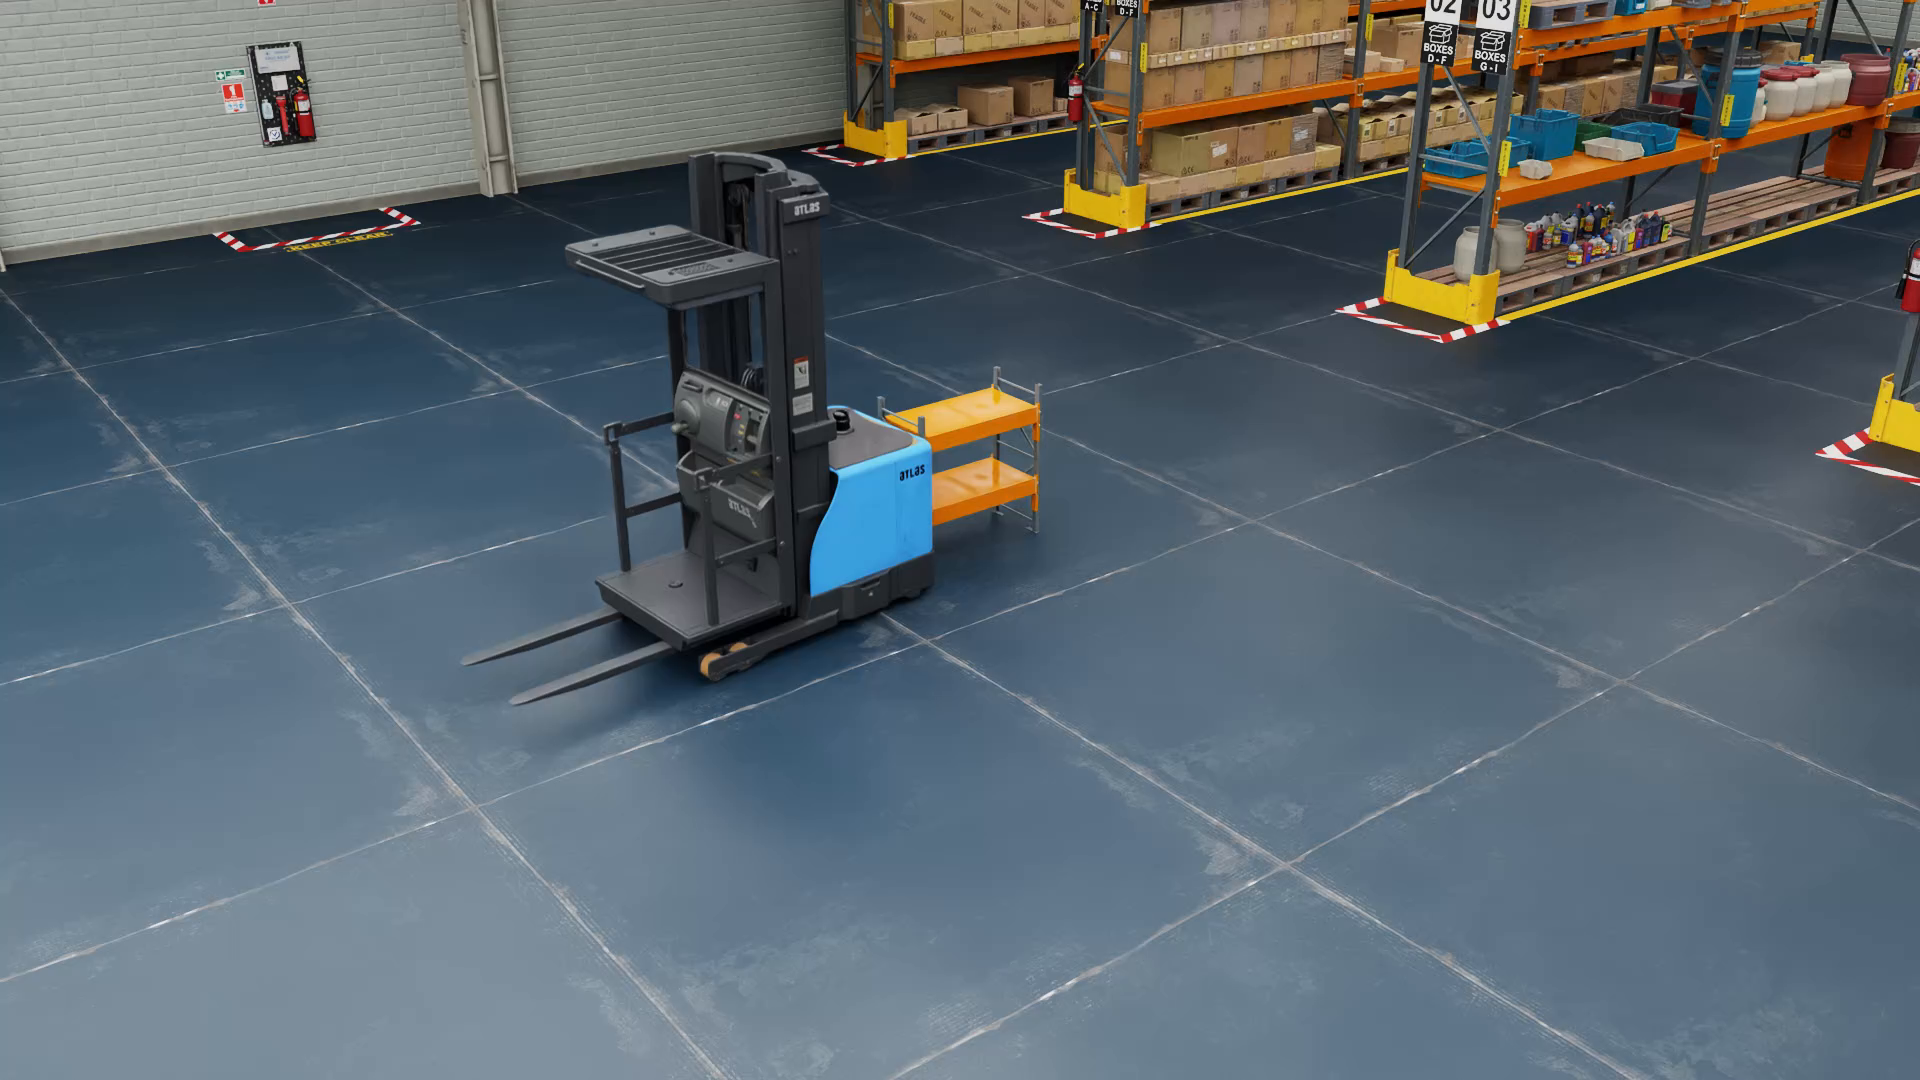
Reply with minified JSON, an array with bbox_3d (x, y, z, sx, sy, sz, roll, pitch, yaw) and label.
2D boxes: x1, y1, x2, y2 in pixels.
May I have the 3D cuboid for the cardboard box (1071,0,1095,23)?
[{"bbox_3d":[1.686,-8.054,24.932,0.500,0.500,0.500,-18,31,-34],"label":"cardboard box"}]

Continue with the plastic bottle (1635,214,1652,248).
[{"bbox_3d":[7.501,-3.402,18.268,0.185,0.351,0.144,-20,32,-37],"label":"plastic bottle"}]

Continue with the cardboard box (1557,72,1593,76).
[{"bbox_3d":[9.483,-7.057,25.966,0.500,0.500,0.500,-20,31,-36],"label":"cardboard box"}]

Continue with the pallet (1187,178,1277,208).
[{"bbox_3d":[3.315,-4.582,21.500,1.213,0.211,1.003,-18,31,-34],"label":"pallet"}]

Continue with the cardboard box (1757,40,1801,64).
[{"bbox_3d":[14.094,-8.318,28.684,0.500,0.500,0.500,-18,31,-34],"label":"cardboard box"}]

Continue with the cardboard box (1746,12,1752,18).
[{"bbox_3d":[12.588,-8.787,27.129,0.500,0.500,0.500,-18,31,-34],"label":"cardboard box"}]

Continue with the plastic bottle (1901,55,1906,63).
[{"bbox_3d":[12.484,-6.387,22.134,0.185,0.351,0.144,-18,31,-34],"label":"plastic bottle"}]

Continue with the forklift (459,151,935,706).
[{"bbox_3d":[-1.603,-0.728,9.964,3.031,2.935,1.130,-21,32,-37],"label":"forklift"}]

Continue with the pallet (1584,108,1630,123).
[{"bbox_3d":[9.645,-6.629,25.910,1.213,0.211,1.003,-18,31,-34],"label":"pallet"}]

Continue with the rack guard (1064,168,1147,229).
[{"bbox_3d":[1.761,-4.179,20.288,0.348,0.500,1.175,-18,31,-34],"label":"rack guard"}]

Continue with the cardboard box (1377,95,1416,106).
[{"bbox_3d":[6.266,-6.152,23.670,0.500,0.311,0.500,-19,31,-35],"label":"cardboard box"}]

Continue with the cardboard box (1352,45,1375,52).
[{"bbox_3d":[5.506,-6.587,22.666,0.258,0.266,0.396,-19,31,-35],"label":"cardboard box"}]

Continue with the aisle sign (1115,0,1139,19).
[{"bbox_3d":[1.917,-6.380,18.973,0.004,0.787,0.394,-18,31,-34],"label":"aisle sign"}]

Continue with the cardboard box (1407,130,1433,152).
[{"bbox_3d":[6.207,-5.592,23.131,0.500,0.250,0.500,-19,31,-36],"label":"cardboard box"}]

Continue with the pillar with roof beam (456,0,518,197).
[{"bbox_3d":[-3.328,-7.164,16.624,0.400,9.000,9.100,-18,31,-34],"label":"pillar with roof beam"}]

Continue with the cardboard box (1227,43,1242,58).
[{"bbox_3d":[3.234,-6.025,20.406,0.250,0.149,0.380,-19,31,-35],"label":"cardboard box"}]

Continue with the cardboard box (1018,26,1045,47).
[{"bbox_3d":[0.898,-7.454,24.529,0.500,0.250,0.500,-18,31,-34],"label":"cardboard box"}]

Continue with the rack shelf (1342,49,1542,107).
[{"bbox_3d":[6.501,-6.552,23.285,4.000,0.370,1.077,-18,31,-34],"label":"rack shelf"}]

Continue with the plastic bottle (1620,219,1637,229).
[{"bbox_3d":[7.390,-3.410,18.375,0.135,0.276,0.152,-18,31,-34],"label":"plastic bottle"}]

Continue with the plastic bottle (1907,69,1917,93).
[{"bbox_3d":[11.955,-5.778,20.903,0.133,0.283,0.061,-18,31,-34],"label":"plastic bottle"}]

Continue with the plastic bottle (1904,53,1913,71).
[{"bbox_3d":[12.593,-6.322,22.089,0.097,0.271,0.097,0,25,0],"label":"plastic bottle"}]

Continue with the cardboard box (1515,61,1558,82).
[{"bbox_3d":[8.708,-7.140,25.255,0.500,0.250,0.500,-17,30,-32],"label":"cardboard box"}]

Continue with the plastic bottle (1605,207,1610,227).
[{"bbox_3d":[7.288,-3.618,18.814,0.133,0.283,0.061,-18,31,-34],"label":"plastic bottle"}]

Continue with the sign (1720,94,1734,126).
[{"bbox_3d":[8.312,-4.657,18.020,0.005,0.325,0.100,-18,31,-34],"label":"sign"}]

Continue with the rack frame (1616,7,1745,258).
[{"bbox_3d":[7.981,-4.716,18.477,0.127,3.000,1.000,-18,31,-34],"label":"rack frame"}]

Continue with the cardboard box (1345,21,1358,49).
[{"bbox_3d":[6.368,-8.626,28.955,0.750,0.750,0.750,-18,31,-34],"label":"cardboard box"}]

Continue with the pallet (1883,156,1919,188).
[{"bbox_3d":[12.683,-5.024,22.453,1.213,0.211,1.003,-18,31,-34],"label":"pallet"}]

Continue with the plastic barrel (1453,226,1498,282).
[{"bbox_3d":[5.304,-2.936,17.096,0.421,0.512,0.421,0,25,0],"label":"plastic barrel"}]

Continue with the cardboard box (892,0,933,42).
[{"bbox_3d":[-0.719,-7.265,23.232,0.500,0.500,0.500,-18,31,-34],"label":"cardboard box"}]

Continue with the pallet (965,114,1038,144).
[{"bbox_3d":[0.400,-6.229,25.047,1.213,0.211,1.003,-18,31,-34],"label":"pallet"}]

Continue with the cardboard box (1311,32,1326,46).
[{"bbox_3d":[4.445,-6.424,21.266,0.250,0.149,0.380,-19,31,-35],"label":"cardboard box"}]

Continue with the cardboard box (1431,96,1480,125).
[{"bbox_3d":[7.011,-6.110,23.581,0.500,0.311,0.500,-18,31,-34],"label":"cardboard box"}]

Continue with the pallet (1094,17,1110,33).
[{"bbox_3d":[2.559,-8.062,25.913,1.213,0.211,1.003,-18,31,-34],"label":"pallet"}]

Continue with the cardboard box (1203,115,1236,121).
[{"bbox_3d":[3.190,-5.235,21.470,0.500,0.500,0.500,-18,31,-34],"label":"cardboard box"}]

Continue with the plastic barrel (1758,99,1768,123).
[{"bbox_3d":[9.117,-4.947,19.137,0.301,0.262,0.301,0,25,0],"label":"plastic barrel"}]

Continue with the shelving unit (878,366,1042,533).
[{"bbox_3d":[0.005,-0.512,11.644,1.048,1.125,0.538,-18,31,-34],"label":"shelving unit"}]

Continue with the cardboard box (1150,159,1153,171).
[{"bbox_3d":[2.405,-4.634,21.065,0.500,0.250,0.500,-18,31,-34],"label":"cardboard box"}]

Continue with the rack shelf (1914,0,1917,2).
[{"bbox_3d":[12.702,-7.309,21.355,4.000,0.370,1.077,-18,31,-34],"label":"rack shelf"}]

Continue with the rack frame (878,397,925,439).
[{"bbox_3d":[-0.395,-0.380,11.360,0.032,1.125,0.500,-18,31,-34],"label":"rack frame"}]

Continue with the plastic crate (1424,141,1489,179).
[{"bbox_3d":[5.042,-3.839,16.763,0.616,0.251,0.499,-18,31,-34],"label":"plastic crate"}]

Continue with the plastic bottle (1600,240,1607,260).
[{"bbox_3d":[6.879,-3.116,17.830,0.097,0.201,0.097,0,25,0],"label":"plastic bottle"}]

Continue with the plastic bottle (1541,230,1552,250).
[{"bbox_3d":[6.424,-3.286,18.196,0.097,0.201,0.097,0,25,0],"label":"plastic bottle"}]

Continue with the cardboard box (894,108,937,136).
[{"bbox_3d":[-0.680,-6.089,24.106,0.500,0.311,0.500,-23,33,-40],"label":"cardboard box"}]

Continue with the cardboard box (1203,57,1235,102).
[{"bbox_3d":[2.959,-5.747,20.578,0.500,0.500,0.700,-18,30,-34],"label":"cardboard box"}]

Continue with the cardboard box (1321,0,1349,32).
[{"bbox_3d":[4.582,-6.875,21.467,0.500,0.500,0.700,-18,30,-34],"label":"cardboard box"}]

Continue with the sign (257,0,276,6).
[{"bbox_3d":[-8.020,-6.322,19.183,0.199,0.298,0.001,-18,31,-34],"label":"sign"}]

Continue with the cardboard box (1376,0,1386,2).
[{"bbox_3d":[7.251,-9.535,29.133,0.250,0.149,0.380,-18,31,-34],"label":"cardboard box"}]

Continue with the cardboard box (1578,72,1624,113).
[{"bbox_3d":[9.823,-6.890,25.608,0.500,0.500,0.500,-19,31,-36],"label":"cardboard box"}]

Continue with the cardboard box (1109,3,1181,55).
[{"bbox_3d":[2.197,-6.084,19.763,0.500,0.500,0.700,-18,30,-34],"label":"cardboard box"}]

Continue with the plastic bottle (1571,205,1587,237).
[{"bbox_3d":[6.941,-3.593,18.680,0.185,0.351,0.144,-20,31,-36],"label":"plastic bottle"}]

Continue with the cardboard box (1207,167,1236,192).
[{"bbox_3d":[3.124,-4.589,20.969,0.500,0.250,0.500,-18,31,-34],"label":"cardboard box"}]

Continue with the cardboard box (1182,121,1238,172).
[{"bbox_3d":[3.117,-4.933,20.820,0.500,0.500,0.500,-18,31,-34],"label":"cardboard box"}]

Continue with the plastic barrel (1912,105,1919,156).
[{"bbox_3d":[13.280,-5.714,22.619,0.708,0.901,0.600,-18,31,-34],"label":"plastic barrel"}]

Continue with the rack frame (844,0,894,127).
[{"bbox_3d":[-1.280,-6.959,23.309,0.127,3.000,1.000,-18,31,-34],"label":"rack frame"}]
